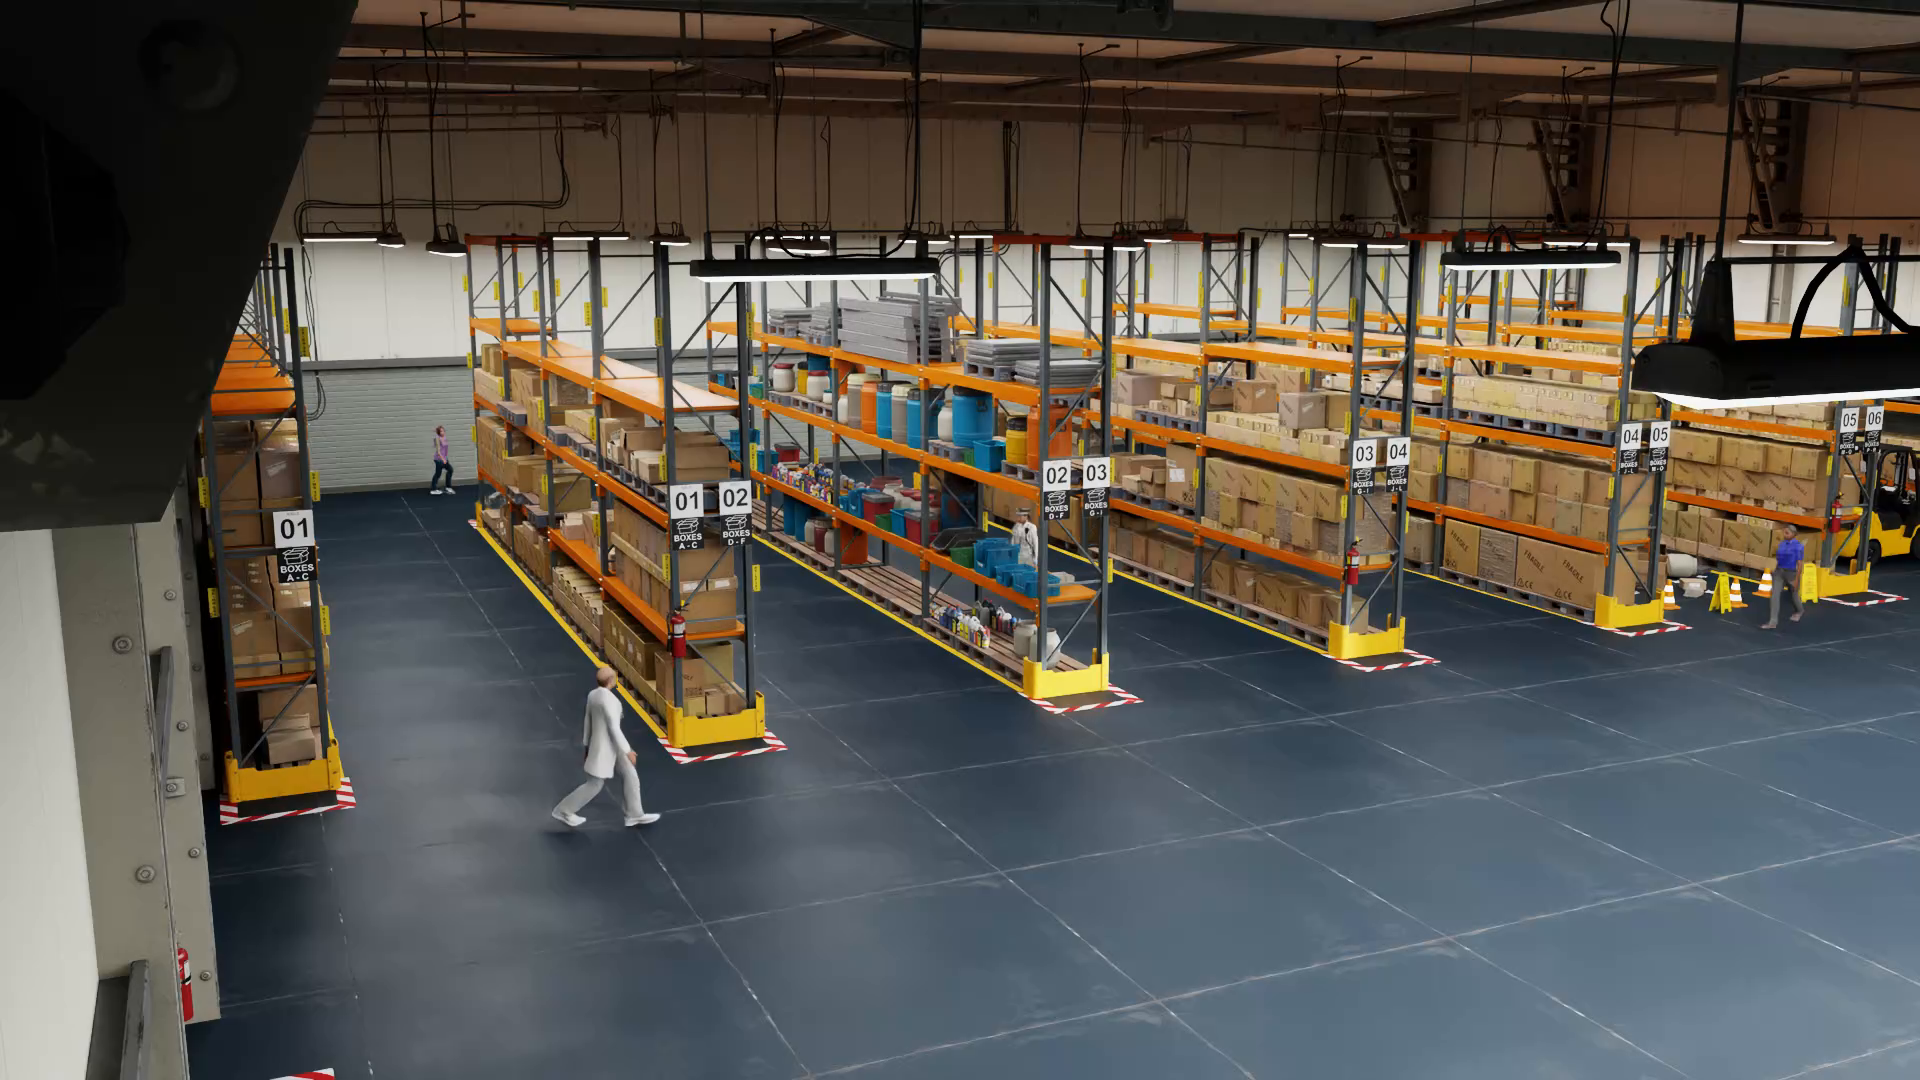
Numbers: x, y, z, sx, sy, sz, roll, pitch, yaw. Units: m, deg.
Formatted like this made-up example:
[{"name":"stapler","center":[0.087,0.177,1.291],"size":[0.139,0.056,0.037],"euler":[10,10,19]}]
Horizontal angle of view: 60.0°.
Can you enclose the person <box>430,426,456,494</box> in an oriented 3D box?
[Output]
[{"name":"person","center":[-11.984,-1.823,38.385],"size":[0.576,1.600,0.536],"euler":[-3,11,-14]}]

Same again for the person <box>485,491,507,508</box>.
[{"name":"person","center":[-9.989,-1.434,35.825],"size":[0.713,1.759,0.601],"euler":[-4,12,-20]}]

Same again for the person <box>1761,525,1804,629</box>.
[{"name":"person","center":[12.928,0.559,25.955],"size":[0.427,1.626,0.928],"euler":[10,15,42]}]

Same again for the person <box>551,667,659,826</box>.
[{"name":"person","center":[-3.733,2.176,17.377],"size":[1.097,1.731,0.514],"euler":[0,11,2]}]

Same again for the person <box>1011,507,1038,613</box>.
[{"name":"person","center":[1.060,0.316,27.158],"size":[0.499,1.714,0.474],"euler":[2,11,9]}]
